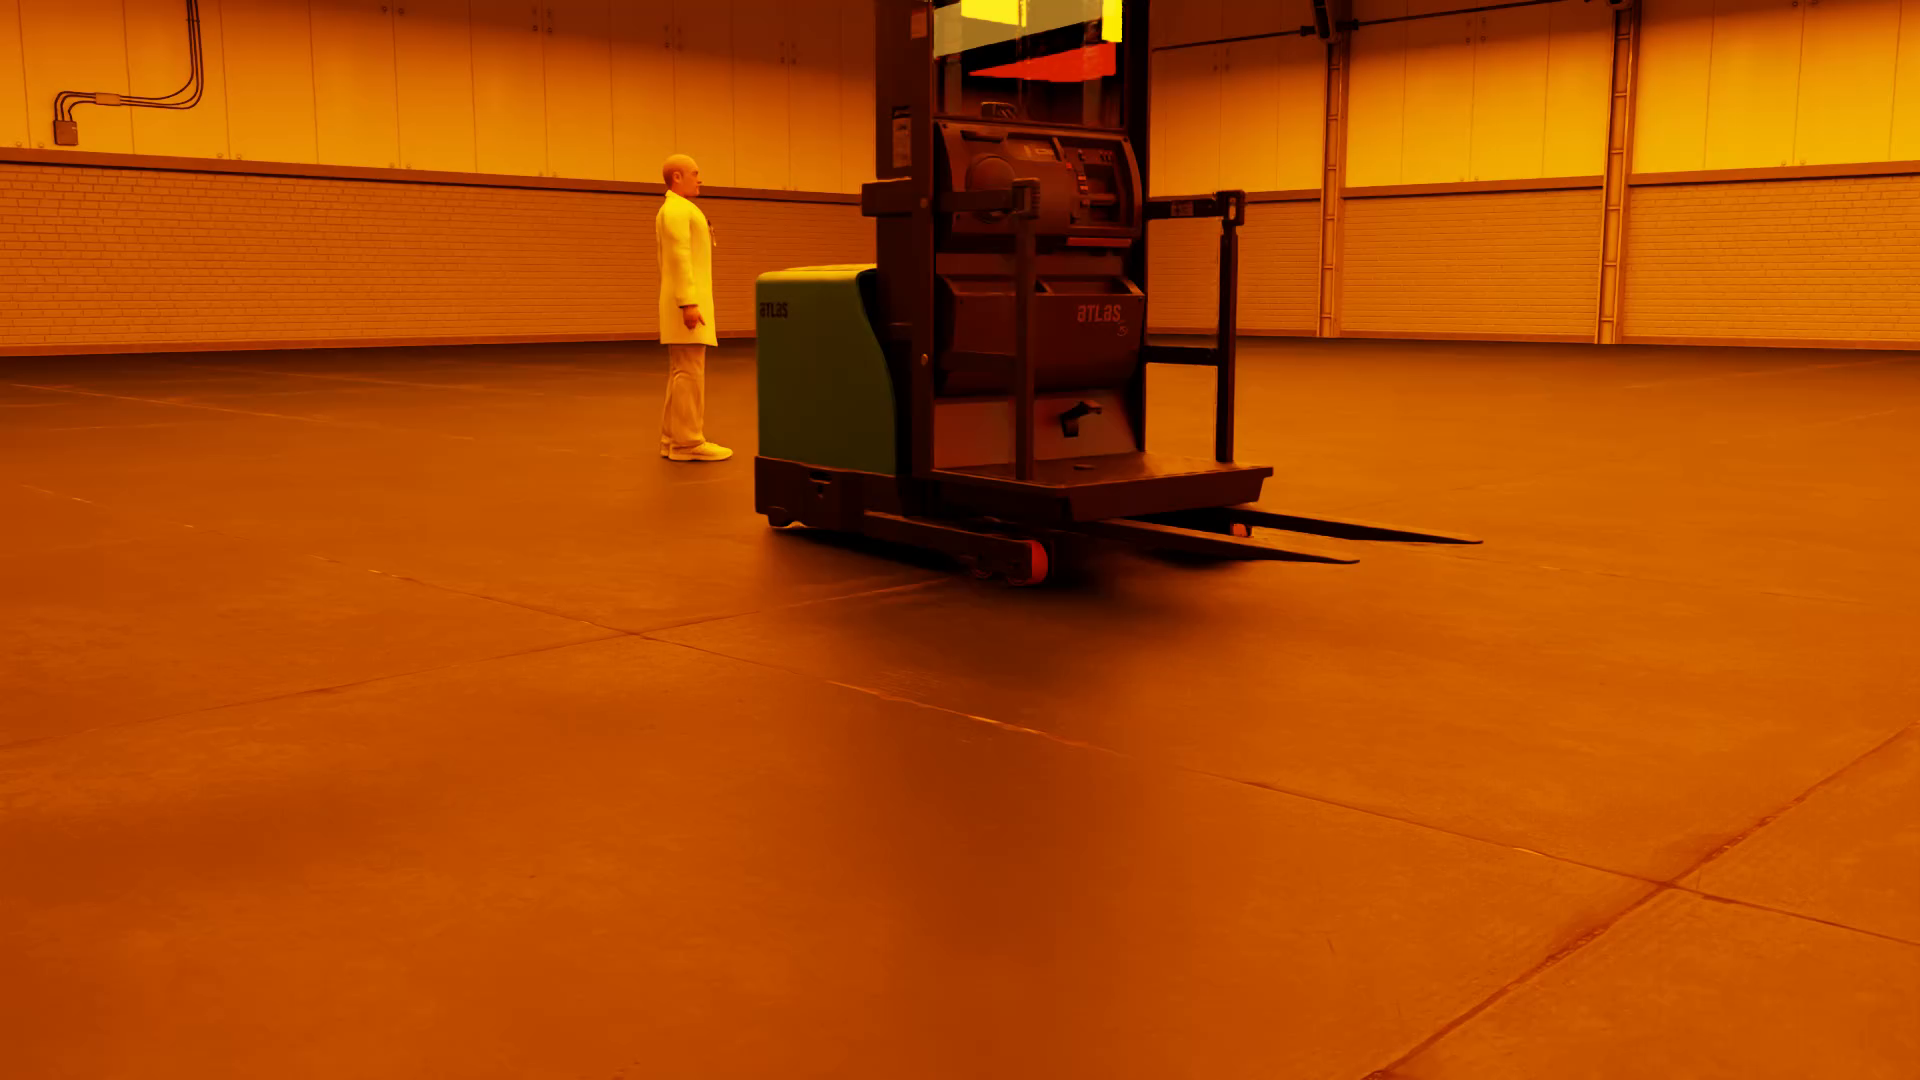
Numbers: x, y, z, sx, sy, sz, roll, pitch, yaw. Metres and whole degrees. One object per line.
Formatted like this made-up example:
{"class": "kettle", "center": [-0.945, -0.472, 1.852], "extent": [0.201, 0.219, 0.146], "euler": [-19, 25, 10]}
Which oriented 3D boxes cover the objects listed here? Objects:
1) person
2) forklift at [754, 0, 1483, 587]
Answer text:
{"class": "person", "center": [-1.594, -1.376, 9.872], "extent": [0.393, 1.783, 0.593], "euler": [-3, 9, -17]}
{"class": "forklift", "center": [0.440, -1.373, 5.990], "extent": [1.130, 2.935, 3.031], "euler": [-7, 11, -38]}
